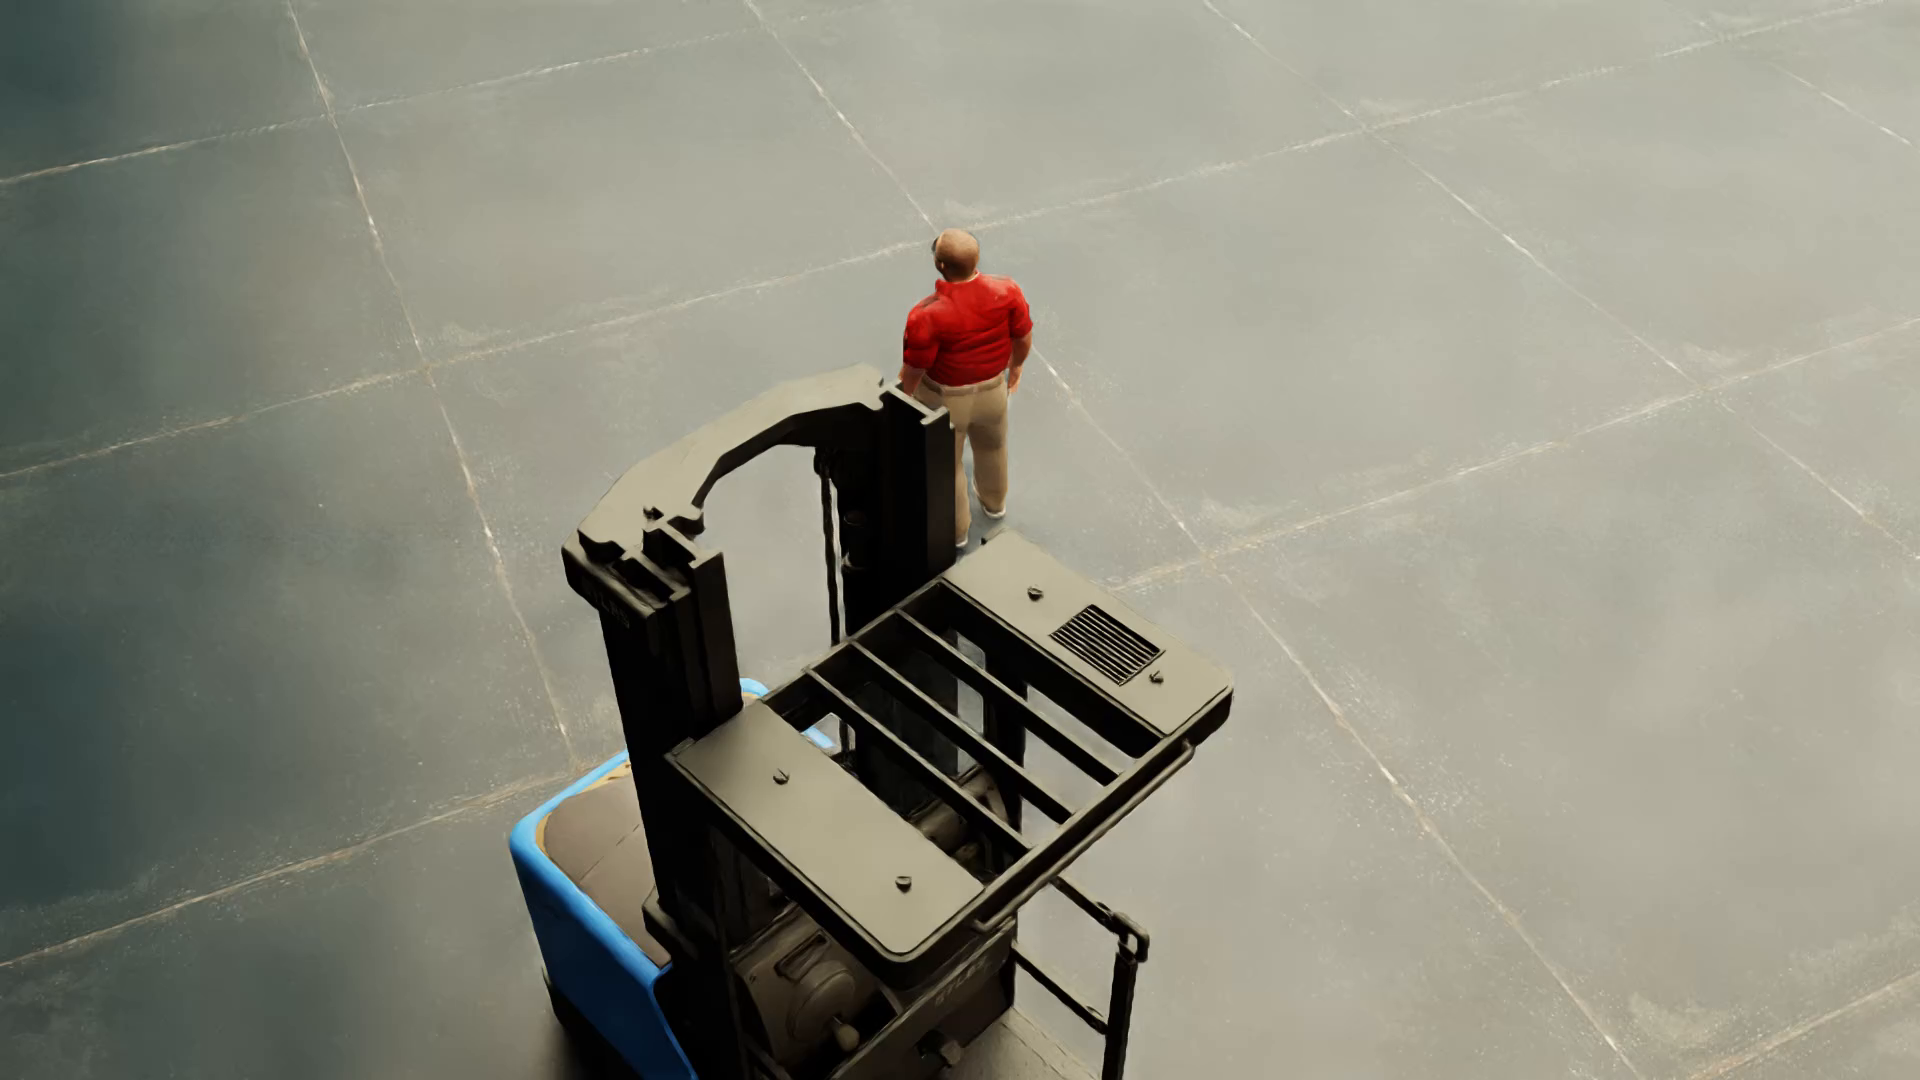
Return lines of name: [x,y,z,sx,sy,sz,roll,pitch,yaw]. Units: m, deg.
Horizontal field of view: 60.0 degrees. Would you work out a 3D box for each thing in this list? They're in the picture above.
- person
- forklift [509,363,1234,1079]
person: [-0.027,-0.696,7.297,0.640,1.726,0.550,-18,46,-18]
forklift: [-0.057,1.113,4.488,1.130,2.935,3.031,-34,53,-31]
